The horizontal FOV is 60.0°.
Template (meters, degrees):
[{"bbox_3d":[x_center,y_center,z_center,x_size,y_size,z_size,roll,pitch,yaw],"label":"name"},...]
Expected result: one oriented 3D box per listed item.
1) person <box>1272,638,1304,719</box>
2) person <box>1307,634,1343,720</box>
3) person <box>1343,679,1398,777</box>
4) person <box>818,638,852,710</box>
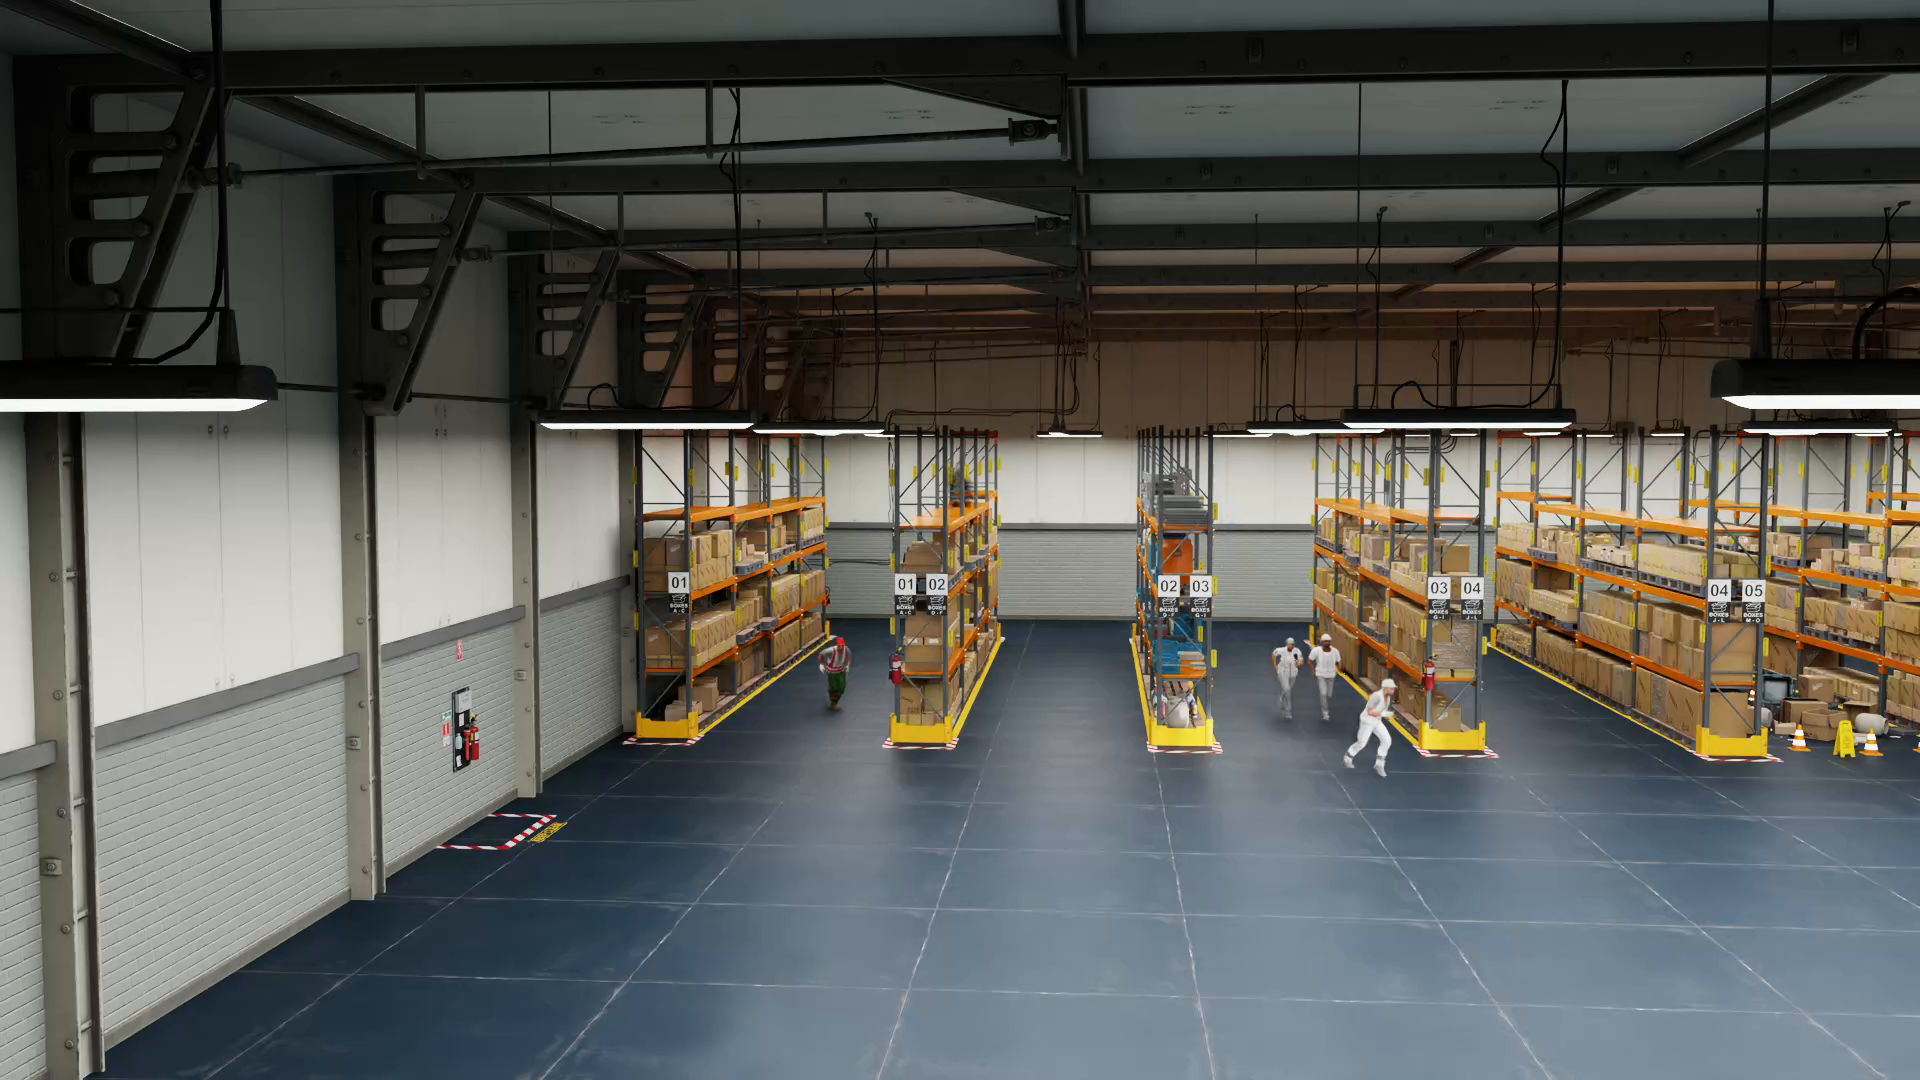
[{"bbox_3d":[6.802,2.841,34.597,0.604,1.680,0.950,-1,3,-9],"label":"person"},{"bbox_3d":[7.526,2.800,34.351,0.679,1.747,0.846,0,3,-2],"label":"person"},{"bbox_3d":[7.033,3.196,28.487,1.015,1.719,0.705,3,5,45],"label":"person"},{"bbox_3d":[-2.649,2.825,35.200,0.686,1.584,0.893,-1,4,-23],"label":"person"}]
